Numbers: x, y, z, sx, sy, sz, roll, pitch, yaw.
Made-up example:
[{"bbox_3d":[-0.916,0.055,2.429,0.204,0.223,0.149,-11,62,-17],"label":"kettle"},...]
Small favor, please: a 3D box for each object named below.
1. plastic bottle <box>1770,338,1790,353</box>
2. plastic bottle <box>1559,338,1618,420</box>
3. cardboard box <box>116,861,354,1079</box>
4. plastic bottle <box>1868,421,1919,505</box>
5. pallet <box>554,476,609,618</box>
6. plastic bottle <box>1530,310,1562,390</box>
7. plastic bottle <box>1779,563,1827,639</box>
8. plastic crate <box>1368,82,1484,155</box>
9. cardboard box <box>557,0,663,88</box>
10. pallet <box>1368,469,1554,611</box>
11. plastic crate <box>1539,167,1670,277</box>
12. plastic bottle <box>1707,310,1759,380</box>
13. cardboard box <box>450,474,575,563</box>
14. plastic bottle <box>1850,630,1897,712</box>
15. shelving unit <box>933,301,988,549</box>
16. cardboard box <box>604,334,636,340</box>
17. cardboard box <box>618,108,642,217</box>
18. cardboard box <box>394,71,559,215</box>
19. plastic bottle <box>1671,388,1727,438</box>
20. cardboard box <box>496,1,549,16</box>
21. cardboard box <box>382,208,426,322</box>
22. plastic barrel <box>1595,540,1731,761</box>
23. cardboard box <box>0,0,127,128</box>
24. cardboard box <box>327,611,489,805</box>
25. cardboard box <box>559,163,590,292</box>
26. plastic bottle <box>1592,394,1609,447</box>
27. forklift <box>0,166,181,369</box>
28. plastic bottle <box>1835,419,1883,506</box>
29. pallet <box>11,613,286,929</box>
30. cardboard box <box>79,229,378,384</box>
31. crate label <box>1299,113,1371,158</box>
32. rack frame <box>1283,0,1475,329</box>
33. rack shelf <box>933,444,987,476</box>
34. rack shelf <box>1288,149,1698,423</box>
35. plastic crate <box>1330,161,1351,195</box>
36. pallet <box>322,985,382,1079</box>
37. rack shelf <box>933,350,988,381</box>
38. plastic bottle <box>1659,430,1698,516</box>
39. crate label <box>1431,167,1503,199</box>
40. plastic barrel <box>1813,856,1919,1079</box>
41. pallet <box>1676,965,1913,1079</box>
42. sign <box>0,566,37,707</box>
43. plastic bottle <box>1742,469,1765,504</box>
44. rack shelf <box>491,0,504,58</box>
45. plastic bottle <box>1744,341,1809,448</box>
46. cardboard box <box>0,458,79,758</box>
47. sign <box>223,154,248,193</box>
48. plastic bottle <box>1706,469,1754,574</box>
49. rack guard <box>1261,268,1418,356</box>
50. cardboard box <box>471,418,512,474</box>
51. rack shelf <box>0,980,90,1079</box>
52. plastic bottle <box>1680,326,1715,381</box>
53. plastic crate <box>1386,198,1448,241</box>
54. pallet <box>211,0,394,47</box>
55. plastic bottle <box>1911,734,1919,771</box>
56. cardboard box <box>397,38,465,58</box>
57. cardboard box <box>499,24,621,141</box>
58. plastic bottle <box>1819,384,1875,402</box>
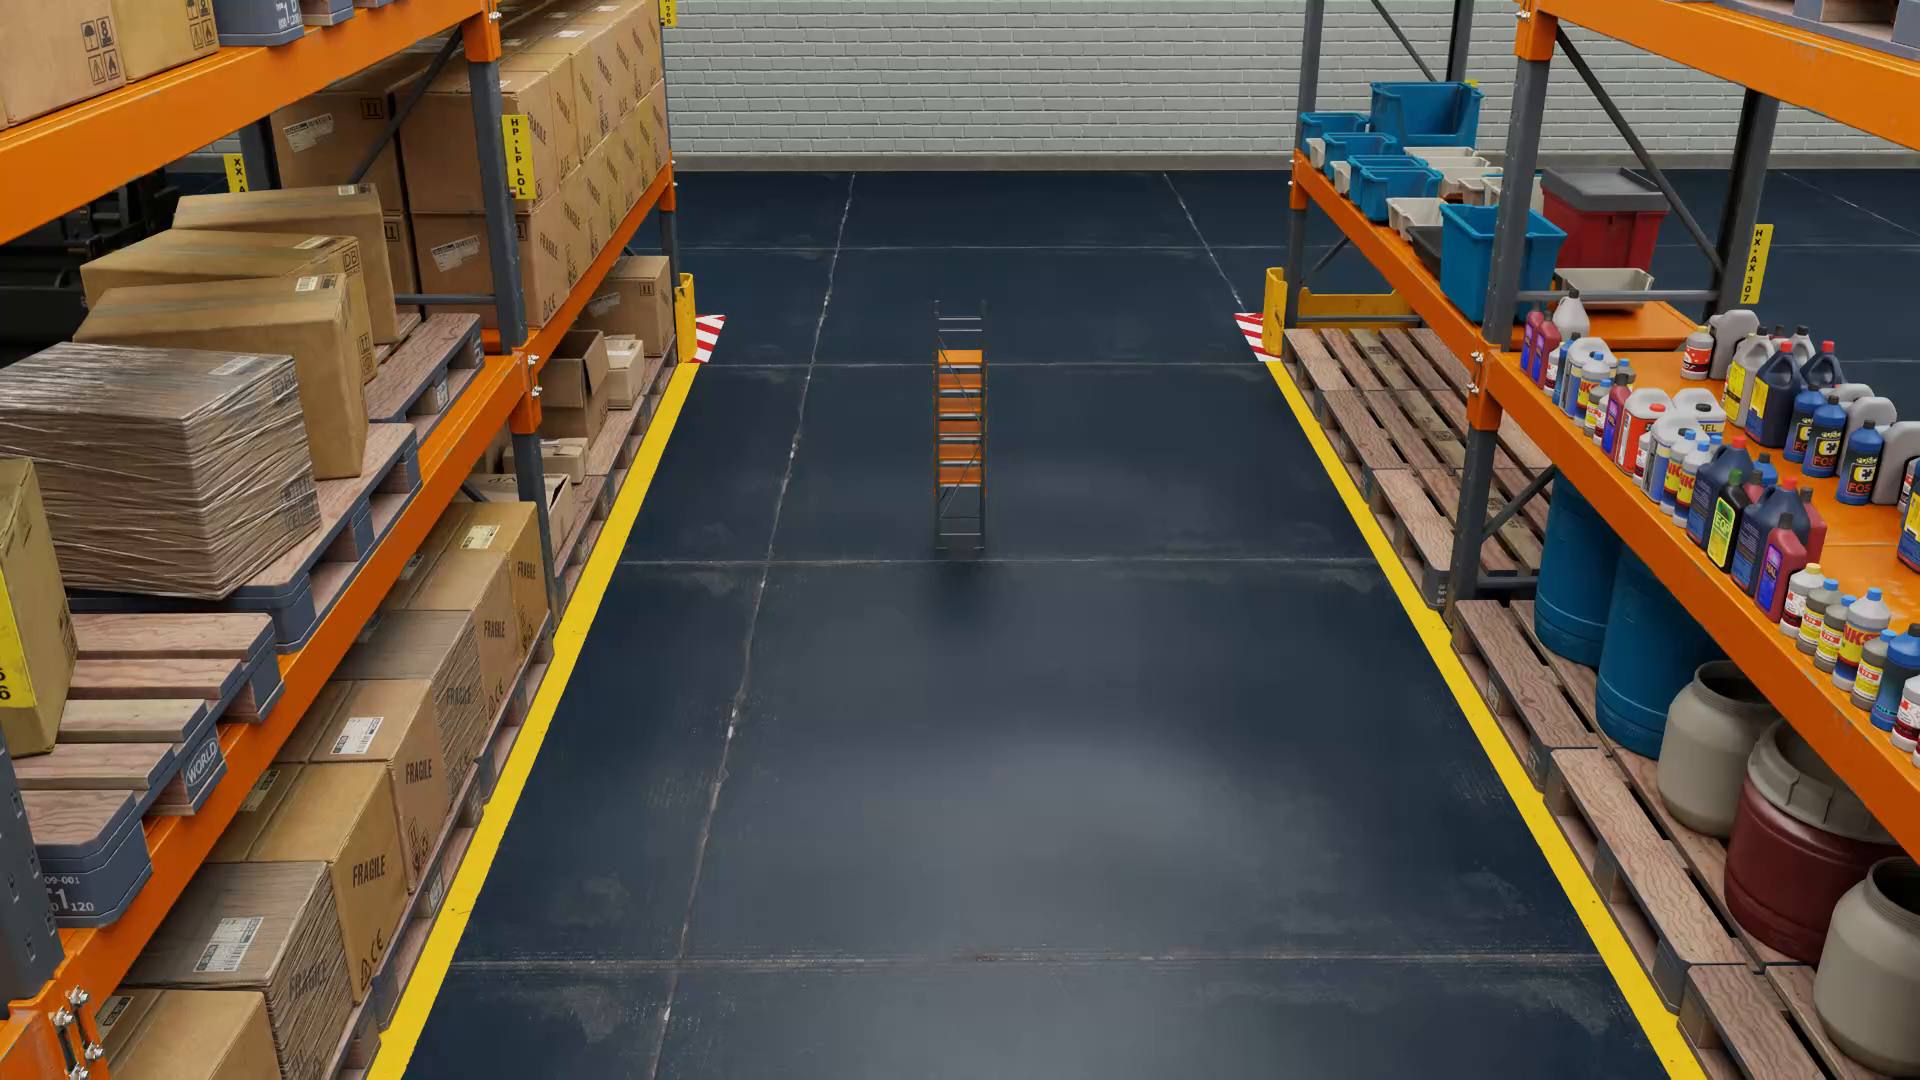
[{"bbox_3d":[3.000,-0.622,6.136,0.152,0.276,0.135,0,24,-1],"label":"plastic bottle"},{"bbox_3d":[2.296,-0.591,6.066,0.152,0.276,0.135,0,24,-1],"label":"plastic bottle"},{"bbox_3d":[-1.972,1.213,4.428,0.500,0.500,0.500,-1,24,-2],"label":"cardboard box"},{"bbox_3d":[3.009,-0.263,5.343,0.152,0.276,0.135,0,24,-1],"label":"plastic bottle"},{"bbox_3d":[-2.292,0.018,7.954,1.003,0.211,1.213,0,24,-1],"label":"pallet"},{"bbox_3d":[2.247,-0.729,6.364,0.061,0.283,0.133,0,24,-1],"label":"plastic bottle"},{"bbox_3d":[2.288,0.160,4.497,0.097,0.201,0.097,0,24,0],"label":"plastic bottle"},{"bbox_3d":[2.815,-2.545,10.121,0.616,0.435,0.499,0,24,-1],"label":"plastic crate"},{"bbox_3d":[-2.049,-2.937,9.769,0.500,0.500,0.500,0,24,-1],"label":"cardboard box"},{"bbox_3d":[2.621,-0.023,8.044,1.003,0.211,1.213,0,24,-1],"label":"pallet"},{"bbox_3d":[2.909,-1.416,7.590,0.402,0.464,0.583,0,24,-1],"label":"plastic crate"},{"bbox_3d":[2.996,-0.773,6.469,0.152,0.276,0.135,0,24,-1],"label":"plastic bottle"},{"bbox_3d":[-2.073,-0.119,7.602,0.500,0.311,0.500,0,24,-1],"label":"cardboard box"},{"bbox_3d":[2.292,0.321,4.142,0.097,0.201,0.097,0,24,0],"label":"plastic bottle"},{"bbox_3d":[0.000,-0.541,7.990,0.258,1.200,0.189,0,24,-1],"label":"shelving unit"},{"bbox_3d":[-2.162,-1.137,10.028,0.380,0.166,0.250,0,24,-1],"label":"cardboard box"},{"bbox_3d":[-2.043,-2.061,9.045,0.500,0.500,0.500,0,24,0],"label":"cardboard box"},{"bbox_3d":[-2.009,-1.666,6.959,0.500,0.500,0.500,0,24,1],"label":"cardboard box"},{"bbox_3d":[2.454,-0.360,5.558,0.152,0.276,0.135,0,24,-1],"label":"plastic bottle"},{"bbox_3d":[-2.574,-2.720,9.288,0.500,0.500,0.500,0,24,0],"label":"cardboard box"},{"bbox_3d":[-2.547,-1.220,7.186,0.500,0.500,0.500,0,24,0],"label":"cardboard box"},{"bbox_3d":[2.665,0.290,6.004,0.600,0.901,0.708,0,24,-1],"label":"plastic barrel"},{"bbox_3d":[-2.285,-1.123,3.332,0.910,0.500,0.500,0,24,-1],"label":"cardboard box"},{"bbox_3d":[-1.991,0.581,5.824,0.500,0.500,0.500,0,24,0],"label":"cardboard box"},{"bbox_3d":[-2.027,-1.437,7.667,0.500,0.500,0.500,0,24,0],"label":"cardboard box"},{"bbox_3d":[2.272,-0.428,5.798,0.097,0.201,0.097,0,24,0],"label":"plastic bottle"},{"bbox_3d":[-4.795,-1.714,8.482,1.130,2.935,3.031,1,24,2],"label":"forklift"},{"bbox_3d":[2.885,-0.253,5.326,0.097,0.271,0.097,0,24,0],"label":"plastic bottle"},{"bbox_3d":[-2.319,0.487,3.766,1.213,0.211,1.003,0,24,-1],"label":"pallet"},{"bbox_3d":[-2.433,-0.727,5.587,0.700,0.500,0.500,4,25,8],"label":"cardboard box"},{"bbox_3d":[2.298,-2.486,10.238,0.416,0.233,0.303,0,24,-1],"label":"crate label"},{"bbox_3d":[2.624,-2.639,10.444,1.000,3.000,0.127,0,24,-1],"label":"rack frame"},{"bbox_3d":[0.000,-0.391,8.057,0.258,0.103,0.180,0,24,-1],"label":"rack shelf"},{"bbox_3d":[2.646,-1.487,8.770,1.077,0.370,4.000,0,24,-1],"label":"rack shelf"},{"bbox_3d":[2.226,-2.030,9.347,0.250,0.136,0.298,0,24,-1],"label":"plastic crate"},{"bbox_3d":[-2.212,1.641,4.365,1.003,0.211,1.213,0,24,-1],"label":"pallet"},{"bbox_3d":[0.000,-0.828,7.860,0.258,0.103,0.180,0,24,-1],"label":"rack shelf"},{"bbox_3d":[2.279,-0.214,5.240,0.097,0.271,0.097,0,24,0],"label":"plastic bottle"},{"bbox_3d":[2.831,-1.976,9.227,0.396,0.136,0.243,0,24,-1],"label":"crate label"},{"bbox_3d":[2.594,1.166,4.540,0.421,0.512,0.421,0,24,0],"label":"plastic barrel"},{"bbox_3d":[2.661,1.604,4.448,1.003,0.211,1.213,0,24,-1],"label":"pallet"},{"bbox_3d":[-1.686,0.147,2.879,0.100,0.325,0.005,0,24,-1],"label":"sign"},{"bbox_3d":[2.326,-0.056,4.875,0.061,0.283,0.133,0,24,-1],"label":"plastic bottle"},{"bbox_3d":[-2.307,-2.833,8.106,1.077,0.370,4.000,0,24,-1],"label":"rack shelf"},{"bbox_3d":[2.863,-0.514,5.806,0.144,0.351,0.185,0,24,-1],"label":"plastic bottle"},{"bbox_3d":[-2.361,0.183,3.575,0.700,0.500,0.500,-9,26,-18],"label":"cardboard box"},{"bbox_3d":[-2.828,-1.358,6.563,0.100,0.325,0.005,0,24,-1],"label":"sign"},{"bbox_3d":[2.265,-0.056,4.875,0.061,0.283,0.133,0,24,-1],"label":"plastic bottle"},{"bbox_3d":[2.611,-1.509,10.981,1.175,0.500,0.348,0,24,-1],"label":"rack guard"},{"bbox_3d":[-2.583,-0.487,8.417,0.500,0.311,0.500,0,24,-1],"label":"cardboard box"},{"bbox_3d":[-2.220,1.831,1.435,1.077,0.370,4.000,0,24,-1],"label":"rack shelf"},{"bbox_3d":[2.871,-0.731,6.466,0.097,0.201,0.097,0,24,0],"label":"plastic bottle"},{"bbox_3d":[2.348,-1.614,8.425,0.293,0.136,0.466,0,24,-1],"label":"plastic crate"},{"bbox_3d":[-2.334,-1.554,4.635,1.213,0.211,1.003,0,24,-1],"label":"pallet"},{"bbox_3d":[2.295,0.441,3.876,0.097,0.201,0.097,0,24,0],"label":"plastic bottle"},{"bbox_3d":[-2.563,-2.097,7.911,0.500,0.500,0.500,0,24,0],"label":"cardboard box"},{"bbox_3d":[-2.027,-2.303,8.368,0.500,0.500,0.500,0,24,1],"label":"cardboard box"},{"bbox_3d":[3.005,-0.414,5.677,0.152,0.276,0.135,0,24,-1],"label":"plastic bottle"}]
